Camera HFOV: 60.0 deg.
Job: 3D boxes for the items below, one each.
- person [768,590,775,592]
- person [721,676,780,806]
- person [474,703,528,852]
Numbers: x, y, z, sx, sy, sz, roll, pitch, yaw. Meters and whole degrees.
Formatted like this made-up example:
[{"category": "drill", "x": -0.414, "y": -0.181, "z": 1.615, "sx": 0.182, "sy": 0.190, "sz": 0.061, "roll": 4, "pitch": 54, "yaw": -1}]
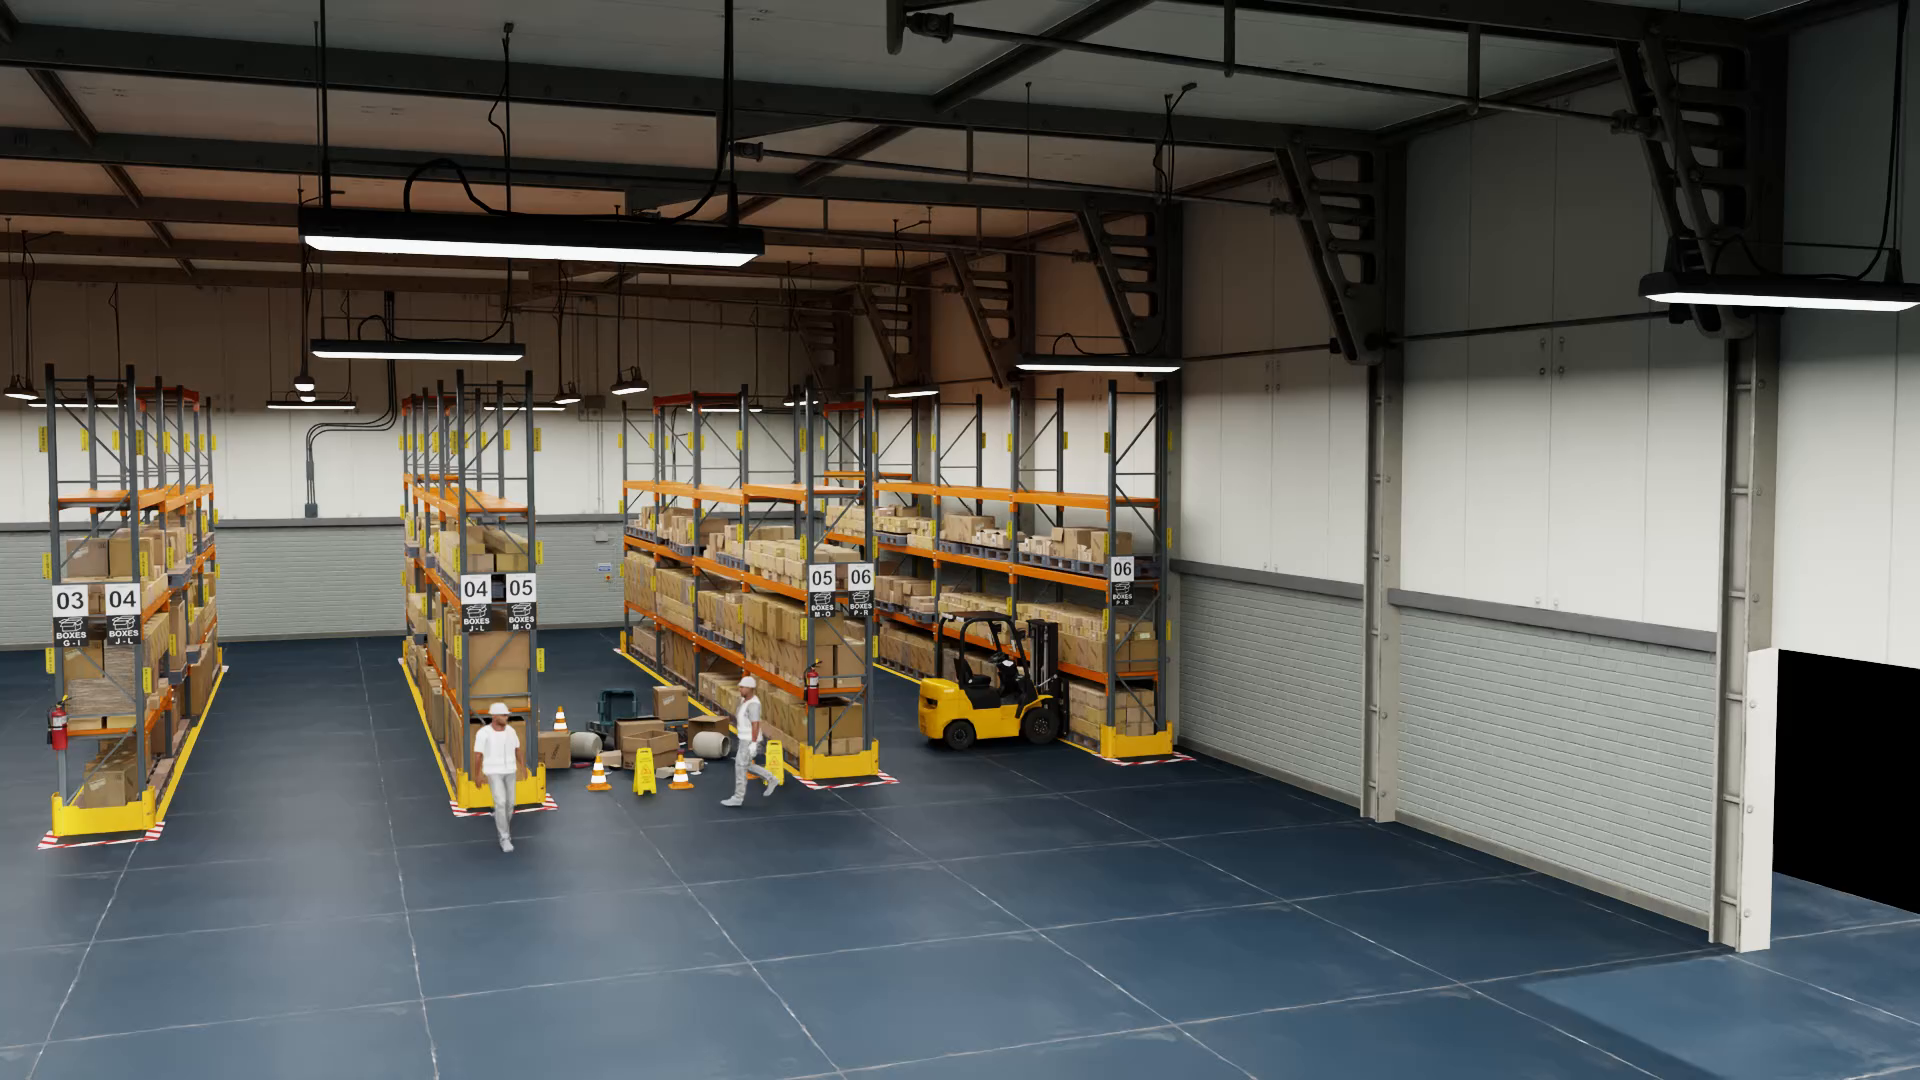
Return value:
[{"category": "person", "x": -4.298, "y": 1.955, "z": 38.496, "sx": 0.393, "sy": 1.721, "sz": 0.493, "roll": 1, "pitch": 4, "yaw": 22}, {"category": "person", "x": -2.912, "y": 2.769, "z": 23.044, "sx": 0.867, "sy": 1.767, "sz": 0.586, "roll": -1, "pitch": 3, "yaw": -17}, {"category": "person", "x": -5.632, "y": 2.927, "z": 20.680, "sx": 0.754, "sy": 1.759, "sz": 0.597, "roll": 3, "pitch": 5, "yaw": 43}]
